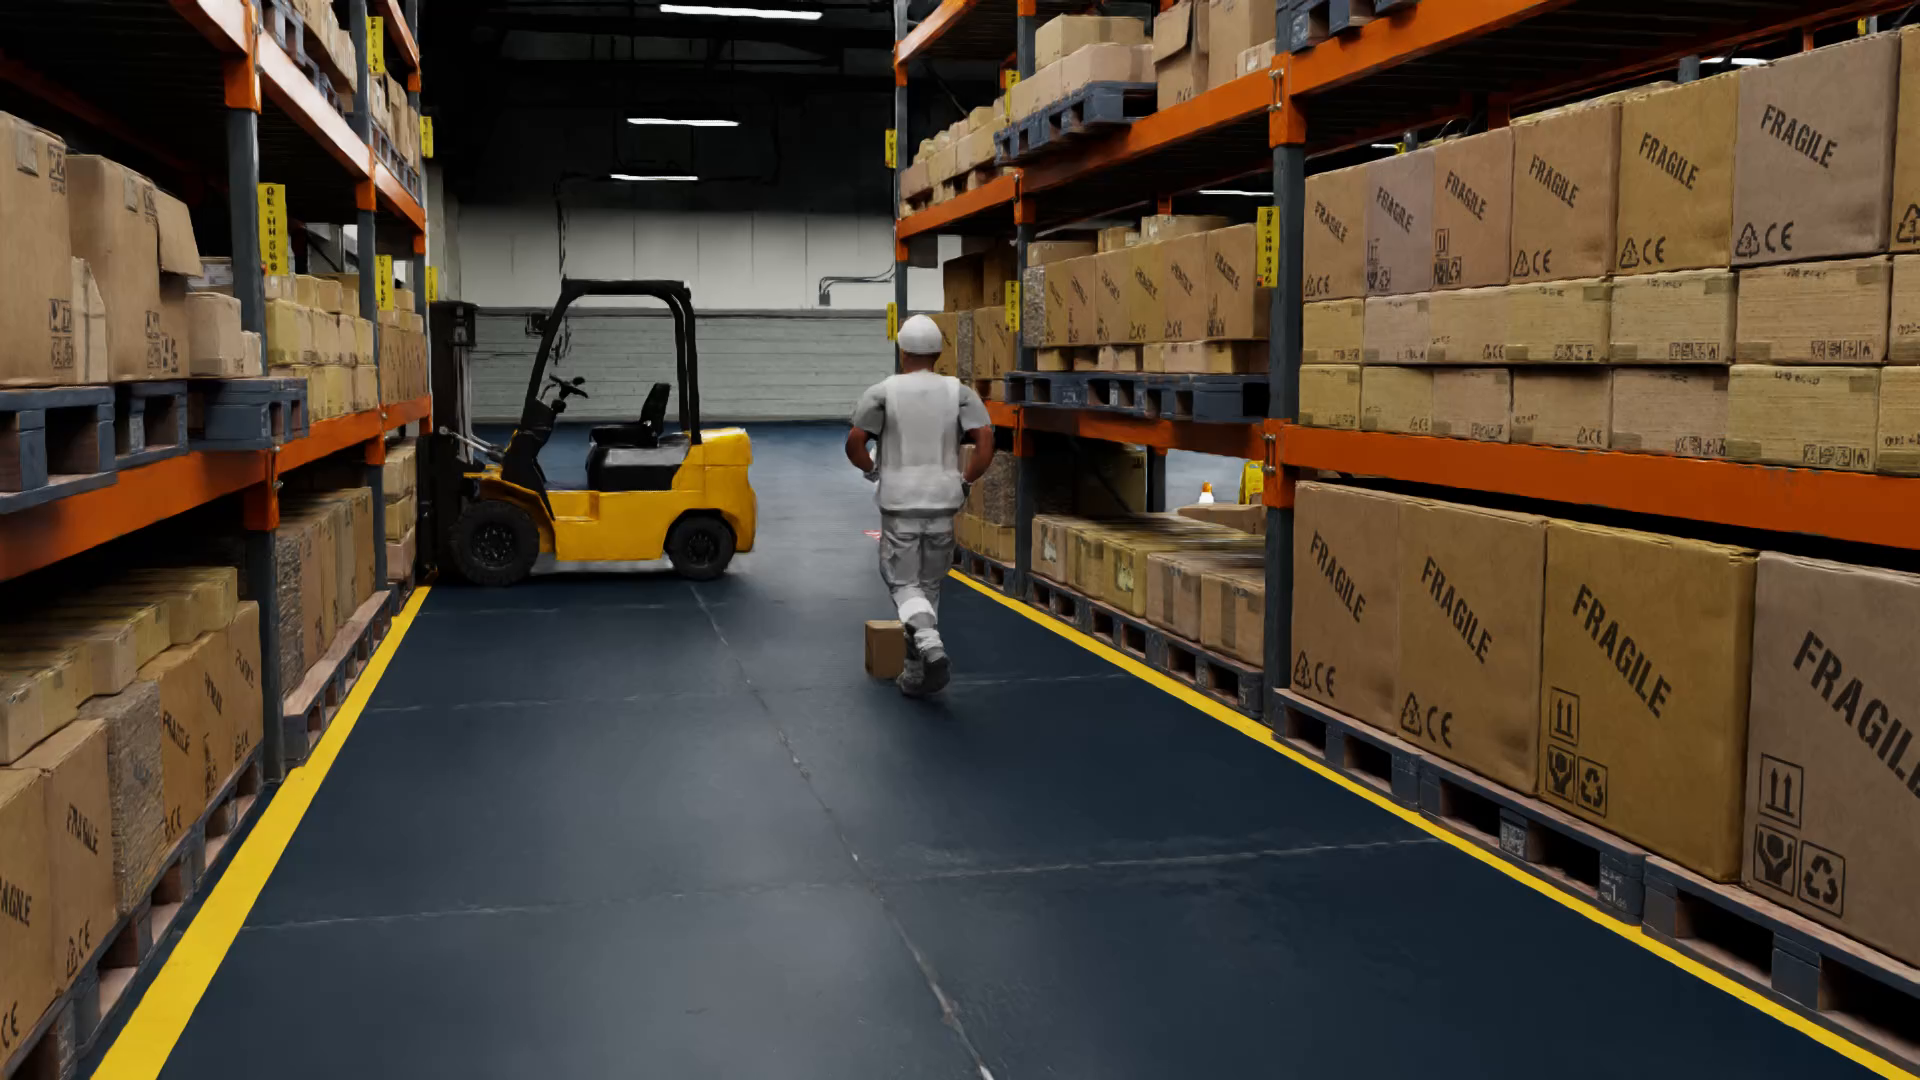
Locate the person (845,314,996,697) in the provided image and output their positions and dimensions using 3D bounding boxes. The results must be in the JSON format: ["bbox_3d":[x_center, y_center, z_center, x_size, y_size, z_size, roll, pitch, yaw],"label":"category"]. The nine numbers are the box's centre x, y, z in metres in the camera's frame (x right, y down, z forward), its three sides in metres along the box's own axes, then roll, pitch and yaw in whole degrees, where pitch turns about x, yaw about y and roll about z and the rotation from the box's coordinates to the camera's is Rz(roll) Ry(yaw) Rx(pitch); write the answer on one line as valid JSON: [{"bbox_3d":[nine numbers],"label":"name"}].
[{"bbox_3d":[-0.200,-0.136,7.583,0.669,1.771,0.772,-1,6,-12],"label":"person"}]
